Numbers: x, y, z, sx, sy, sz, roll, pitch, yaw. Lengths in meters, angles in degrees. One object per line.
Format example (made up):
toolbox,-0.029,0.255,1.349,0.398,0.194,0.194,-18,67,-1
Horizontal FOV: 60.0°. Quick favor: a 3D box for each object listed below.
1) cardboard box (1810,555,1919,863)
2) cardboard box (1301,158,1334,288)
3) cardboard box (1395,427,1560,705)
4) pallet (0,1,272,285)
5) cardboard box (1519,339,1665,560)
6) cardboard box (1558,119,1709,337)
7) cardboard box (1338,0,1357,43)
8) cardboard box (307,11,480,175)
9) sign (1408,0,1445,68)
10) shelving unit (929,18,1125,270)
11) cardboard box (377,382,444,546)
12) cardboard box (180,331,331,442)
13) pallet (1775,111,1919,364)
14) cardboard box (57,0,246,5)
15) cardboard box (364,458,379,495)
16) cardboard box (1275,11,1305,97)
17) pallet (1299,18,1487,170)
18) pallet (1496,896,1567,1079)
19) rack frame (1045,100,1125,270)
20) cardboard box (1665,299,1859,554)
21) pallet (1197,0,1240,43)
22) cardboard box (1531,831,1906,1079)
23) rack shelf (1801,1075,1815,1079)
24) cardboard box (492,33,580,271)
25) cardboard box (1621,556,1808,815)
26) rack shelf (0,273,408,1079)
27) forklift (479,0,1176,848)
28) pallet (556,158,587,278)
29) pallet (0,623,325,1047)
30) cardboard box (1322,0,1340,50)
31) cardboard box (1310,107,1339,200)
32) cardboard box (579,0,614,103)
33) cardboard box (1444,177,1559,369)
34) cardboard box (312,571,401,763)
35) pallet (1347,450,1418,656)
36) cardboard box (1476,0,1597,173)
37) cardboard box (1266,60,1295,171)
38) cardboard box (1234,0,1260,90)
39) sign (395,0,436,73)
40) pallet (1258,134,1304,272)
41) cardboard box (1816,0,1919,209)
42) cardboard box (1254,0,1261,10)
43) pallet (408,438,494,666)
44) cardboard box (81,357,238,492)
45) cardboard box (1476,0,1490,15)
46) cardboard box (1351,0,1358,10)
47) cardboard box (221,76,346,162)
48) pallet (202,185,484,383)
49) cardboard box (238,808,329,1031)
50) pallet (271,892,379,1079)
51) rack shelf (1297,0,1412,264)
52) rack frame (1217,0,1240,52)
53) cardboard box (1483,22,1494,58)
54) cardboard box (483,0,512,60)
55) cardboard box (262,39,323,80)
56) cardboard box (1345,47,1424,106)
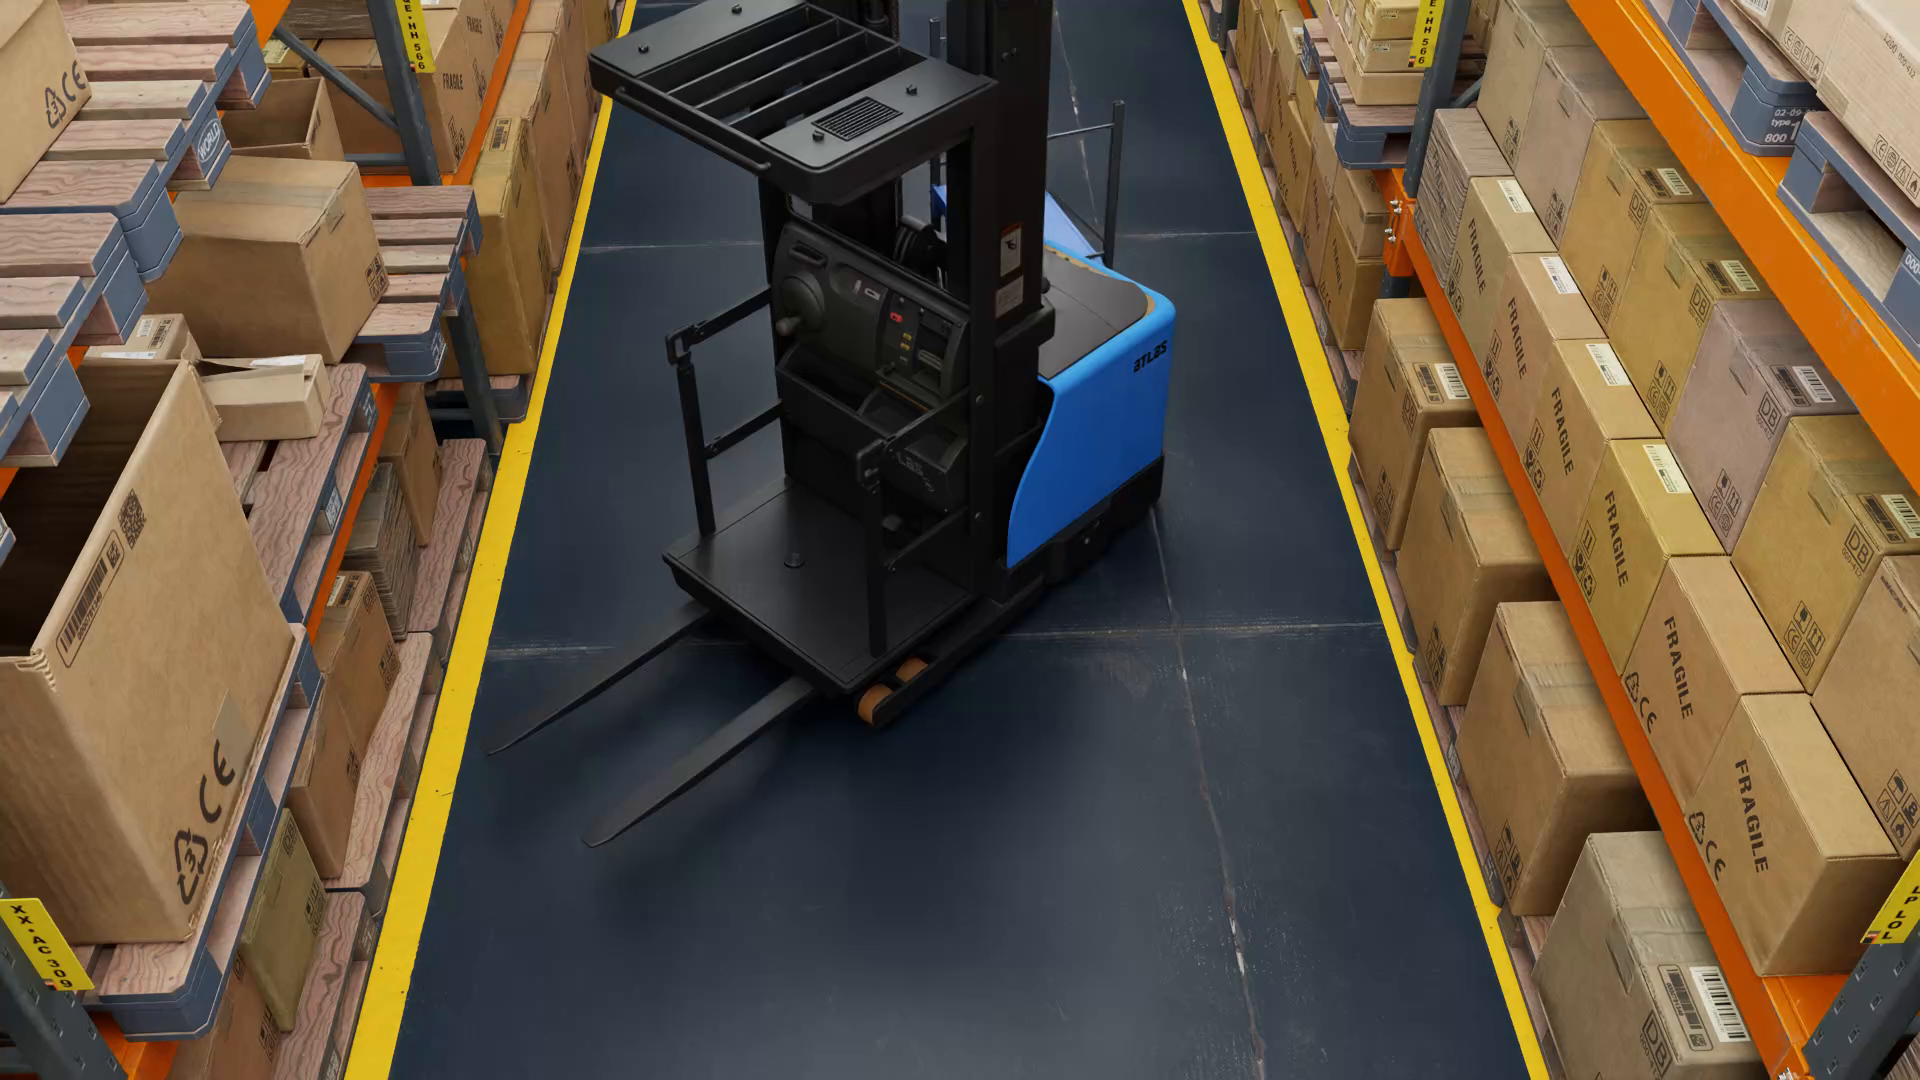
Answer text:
cardboard box,2.479,0.371,3.811,0.700,0.500,0.500,-2,43,-3
cardboard box,2.029,-1.609,8.325,0.500,0.500,0.500,0,43,0
cardboard box,2.313,0.090,6.286,1.050,0.750,0.750,-1,43,-1
pallet,-2.421,-0.970,4.008,1.213,0.211,1.003,-2,43,-2
cardboard box,2.150,-0.294,5.277,0.500,0.500,0.500,-2,43,-2
cardboard box,2.392,-1.003,5.310,0.700,0.500,0.500,-2,43,-2
cardboard box,1.847,-2.261,7.152,0.380,0.149,0.250,0,43,0
cardboard box,-2.372,-1.887,7.015,0.500,0.500,0.500,0,43,-1
sign,1.795,-1.964,6.375,0.100,0.325,0.005,-2,43,-2
shelving unit,0.279,-1.570,7.852,0.538,1.500,1.048,-14,44,-15
cardboard box,-2.575,-0.303,6.885,0.700,0.500,0.500,-4,43,-4
cardboard box,-2.283,-0.502,5.366,0.396,0.266,0.258,-3,43,-3
pallet,2.418,-0.541,3.542,0.805,0.209,1.217,-3,43,-4
cardboard box,-2.305,-1.577,4.642,0.500,0.250,0.500,-1,43,-1
cardboard box,-2.532,-0.222,6.242,0.500,0.250,0.500,3,43,3
cardboard box,1.976,-2.588,8.838,0.500,0.250,0.500,0,43,0
pallet,2.200,-1.996,7.349,1.213,0.211,1.003,-2,43,-2
pallet,2.398,1.621,5.325,1.003,0.211,1.213,-2,43,-2
rack frame,0.460,-1.249,7.502,0.500,1.500,0.032,-14,44,-15
cardboard box,2.434,-0.317,4.562,0.700,0.500,0.500,-1,43,-1
pallet,2.103,-3.713,11.145,1.003,0.211,1.213,-2,43,-2
cardboard box,2.390,1.370,4.890,1.050,0.750,0.750,-2,43,-2
rack shelf,2.591,2.727,2.587,1.077,0.370,4.000,-2,43,-2
cardboard box,-2.662,-1.954,8.424,1.225,0.875,0.875,-2,43,-2
cardboard box,2.196,0.389,4.531,0.500,0.500,0.500,-2,43,-2
rack shelf,-2.539,0.101,5.452,1.077,0.370,4.000,-2,43,-2
forklift,-0.484,-0.749,5.898,1.130,2.935,3.031,32,52,30
pallet,-2.630,-1.842,9.104,1.003,0.211,1.213,-2,43,-2
pallet,-2.341,0.737,4.368,1.003,0.211,1.213,-2,43,-2
cardboard box,1.836,-2.312,7.427,0.380,0.149,0.250,-1,43,-1
cardboard box,2.013,-1.893,8.079,0.500,0.250,0.500,-1,43,-1
cardboard box,-2.746,-3.155,9.734,1.225,0.875,0.875,-2,43,-2
cardboard box,2.110,-0.971,6.016,0.500,0.500,0.500,-2,43,-2
cardboard box,-2.508,0.453,6.060,0.700,0.500,0.500,2,43,2
pallet,2.295,-0.026,7.122,1.003,0.211,1.213,-2,43,-2
cardboard box,2.345,-1.691,6.060,0.700,0.500,0.500,-2,43,-2
cardboard box,1.993,-2.305,9.084,0.500,0.500,0.500,-1,43,-1
cardboard box,1.933,-3.016,9.859,0.500,0.500,0.500,0,43,0
sign,-2.082,-1.934,6.342,0.100,0.325,0.005,-2,43,-2
pallet,2.256,-1.910,9.177,1.003,0.211,1.213,-2,43,-2
cardboard box,2.234,-0.957,3.581,0.500,0.250,0.500,-2,43,-2
cardboard box,1.934,-3.292,9.606,0.500,0.250,0.500,-3,43,-4
pallet,-2.592,0.041,7.049,1.003,0.211,1.213,-2,43,-2
cardboard box,-2.620,-0.174,4.833,0.797,0.503,0.637,2,43,3
cardboard box,2.488,-2.456,7.364,0.380,0.149,0.250,-3,43,-3
cardboard box,1.849,-2.357,7.037,0.380,0.149,0.250,-2,43,-2
cardboard box,-2.561,-1.343,6.110,0.500,0.500,0.500,-6,43,-7
pallet,-2.487,-0.966,6.225,1.213,0.211,1.003,-2,43,-2
cardboard box,-2.460,1.208,5.237,0.700,0.500,0.500,-2,43,-2
pallet,-2.488,1.688,5.252,1.003,0.211,1.213,-2,43,-2
rack shelf,2.251,-2.673,8.479,1.077,0.370,4.000,-2,43,-2
rack frame,2.166,-4.289,9.709,1.000,3.000,0.127,-2,43,-2
cardboard box,2.508,-2.140,7.239,0.380,0.149,0.250,0,43,0
cardboard box,-2.422,-2.581,7.772,0.500,0.500,0.500,-2,43,-3
cardboard box,-2.892,-1.877,7.004,0.500,0.500,0.500,0,43,0
cardboard box,1.856,-1.970,7.055,0.380,0.149,0.250,-1,43,-1
